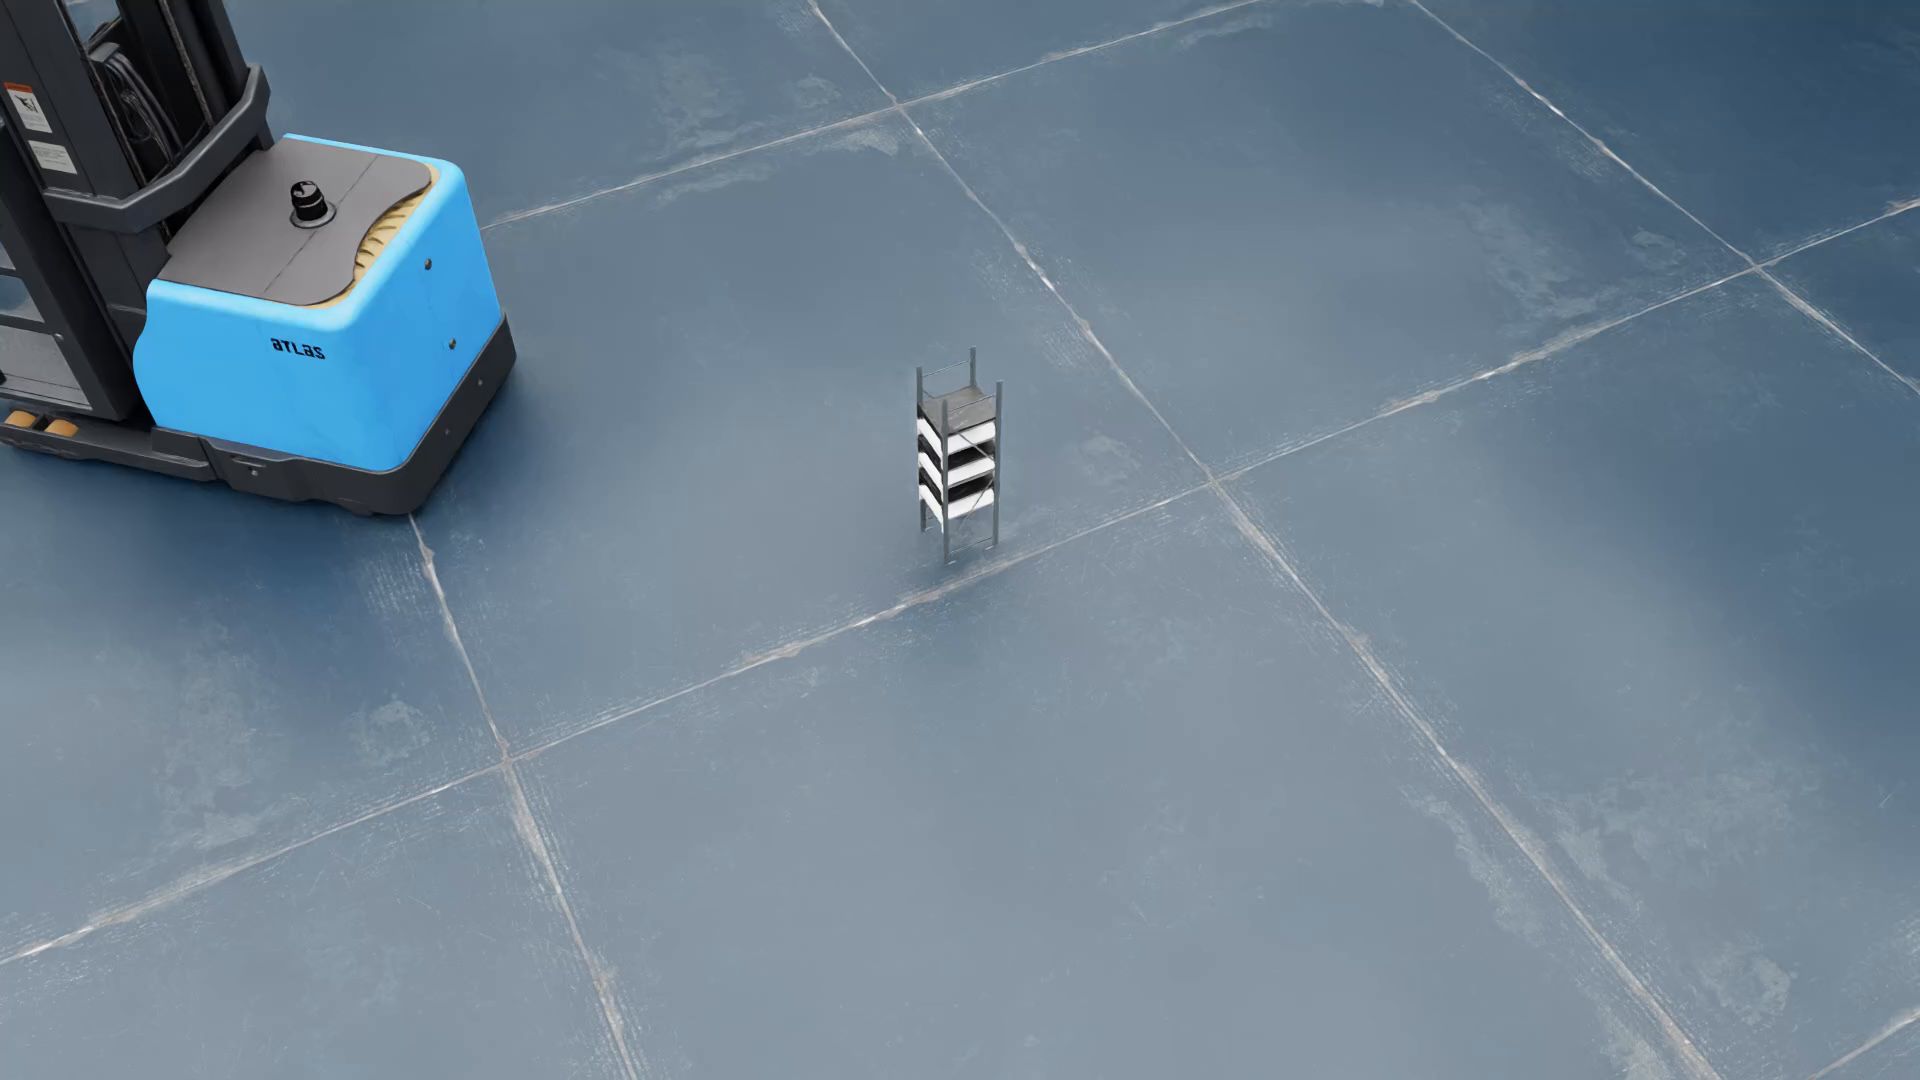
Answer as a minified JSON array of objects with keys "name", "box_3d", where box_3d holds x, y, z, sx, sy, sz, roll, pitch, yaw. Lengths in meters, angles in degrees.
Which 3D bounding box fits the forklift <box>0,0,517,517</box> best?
[{"name":"forklift","box_3d":[-3.505,-1.677,6.162,3.031,2.935,1.130,11,50,10]}]

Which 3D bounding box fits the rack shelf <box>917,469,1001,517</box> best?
[{"name":"rack shelf","box_3d":[-0.004,-0.221,6.401,0.258,0.077,0.200,-21,52,-18]}]

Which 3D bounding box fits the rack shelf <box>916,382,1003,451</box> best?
[{"name":"rack shelf","box_3d":[-0.004,-0.458,6.131,0.258,0.077,0.200,-21,52,-18]}]

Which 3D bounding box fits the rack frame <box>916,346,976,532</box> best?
[{"name":"rack frame","box_3d":[-0.050,-0.370,6.368,0.240,0.900,0.006,-21,52,-18]}]

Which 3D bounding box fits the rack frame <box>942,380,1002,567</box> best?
[{"name":"rack frame","box_3d":[0.043,-0.234,6.249,0.240,0.900,0.006,-21,52,-18]}]

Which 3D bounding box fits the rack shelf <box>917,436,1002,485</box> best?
[{"name":"rack shelf","box_3d":[-0.004,-0.339,6.266,0.258,0.077,0.200,-21,52,-18]}]

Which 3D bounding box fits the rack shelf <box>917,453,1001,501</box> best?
[{"name":"rack shelf","box_3d":[-0.004,-0.280,6.334,0.258,0.077,0.200,-21,52,-18]}]

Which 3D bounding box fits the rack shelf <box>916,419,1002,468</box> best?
[{"name":"rack shelf","box_3d":[-0.004,-0.398,6.198,0.258,0.077,0.200,-21,52,-18]}]

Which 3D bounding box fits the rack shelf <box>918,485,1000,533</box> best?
[{"name":"rack shelf","box_3d":[-0.004,-0.161,6.469,0.258,0.077,0.200,-21,52,-18]}]

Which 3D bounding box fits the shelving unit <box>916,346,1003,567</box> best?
[{"name":"shelving unit","box_3d":[-0.004,-0.302,6.309,0.258,0.900,0.210,-21,52,-18]}]
